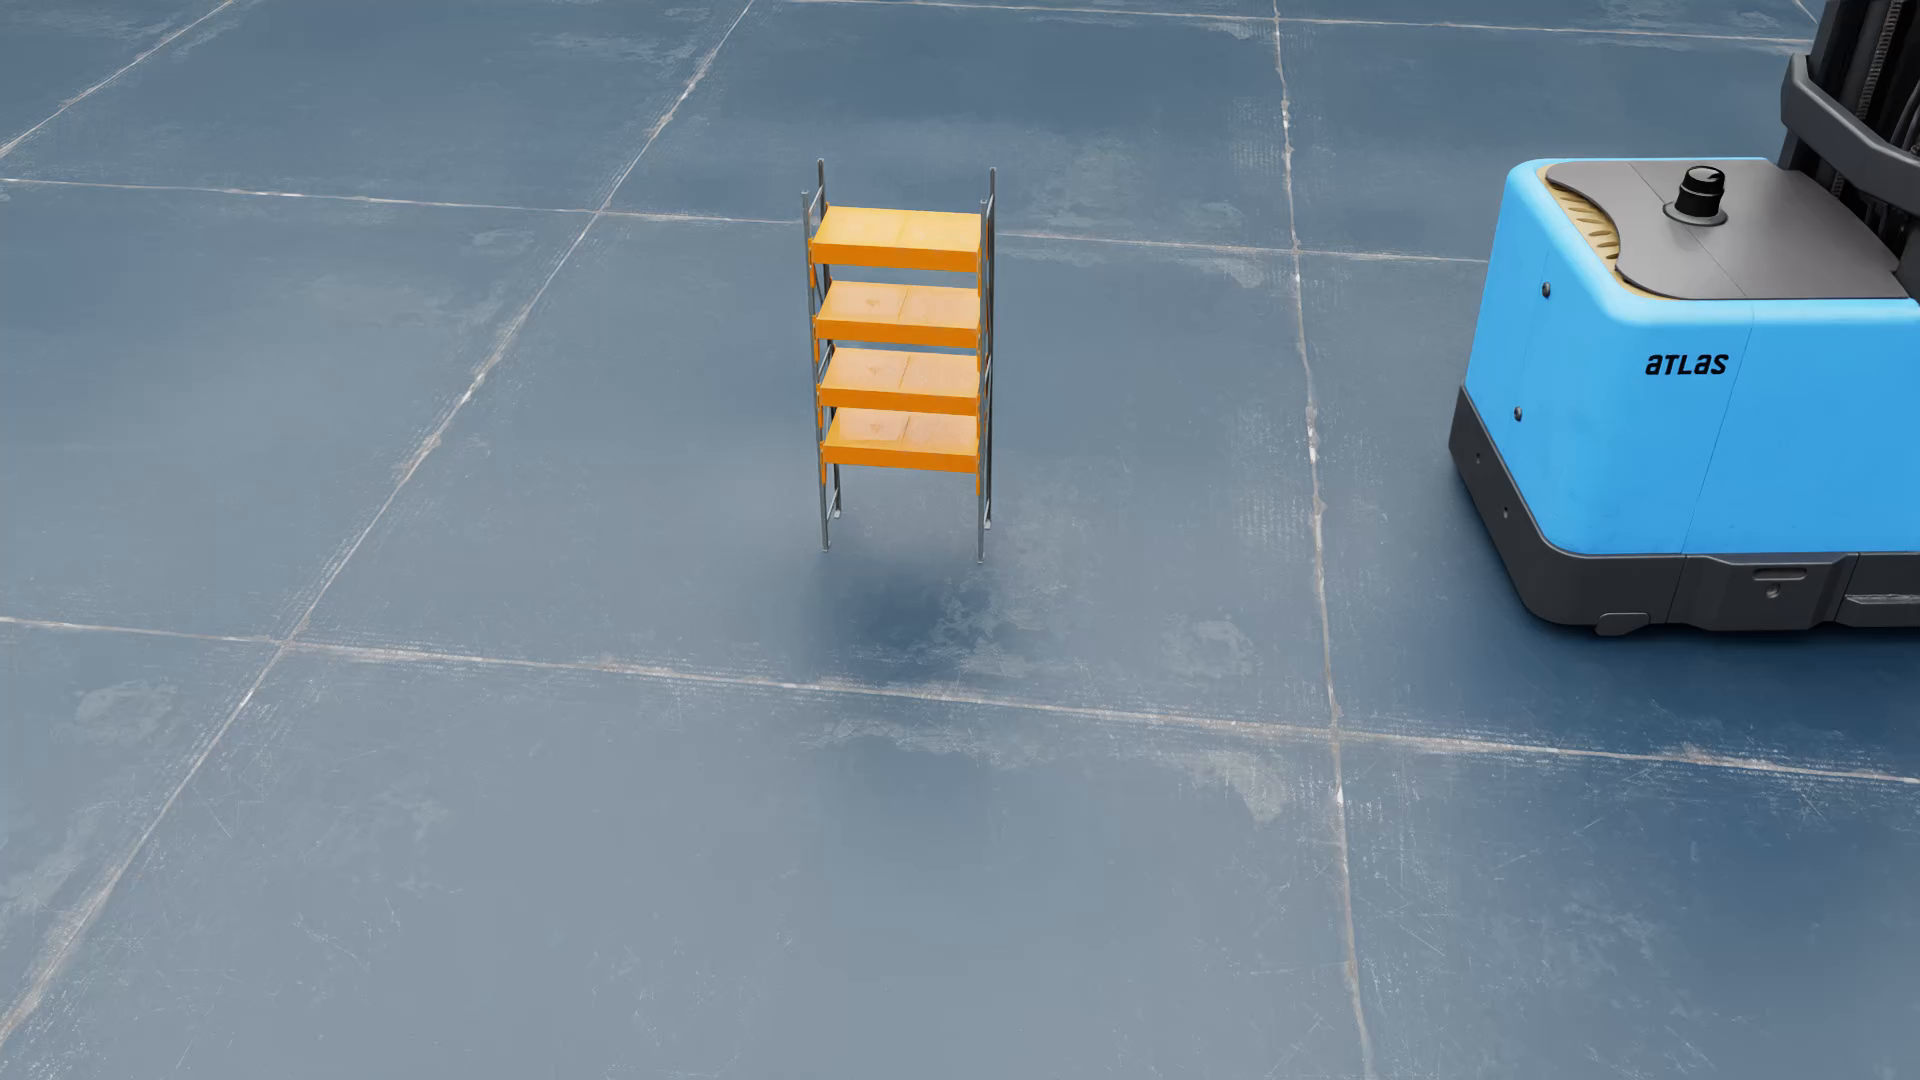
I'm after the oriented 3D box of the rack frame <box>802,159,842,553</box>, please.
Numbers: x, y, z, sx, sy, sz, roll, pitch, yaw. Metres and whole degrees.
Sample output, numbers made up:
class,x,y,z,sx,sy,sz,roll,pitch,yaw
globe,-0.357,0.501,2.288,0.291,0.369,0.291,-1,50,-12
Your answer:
class,x,y,z,sx,sy,sz,roll,pitch,yaw
rack frame,-0.406,-0.519,4.944,0.015,1.200,0.240,4,36,6

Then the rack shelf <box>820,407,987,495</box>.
class,x,y,z,sx,sy,sz,roll,pitch,yaw
rack shelf,-0.164,-0.284,5.073,0.480,0.148,0.258,4,36,6

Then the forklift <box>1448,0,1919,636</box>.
class,x,y,z,sx,sy,sz,roll,pitch,yaw
forklift,3.155,-1.212,4.424,3.031,2.935,1.130,-1,36,-1

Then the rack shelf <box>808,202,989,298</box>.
class,x,y,z,sx,sy,sz,roll,pitch,yaw
rack shelf,-0.164,-0.820,4.690,0.480,0.148,0.258,4,36,6

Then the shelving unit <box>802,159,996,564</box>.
class,x,y,z,sx,sy,sz,roll,pitch,yaw
shelving unit,-0.164,-0.501,4.919,0.503,1.200,0.258,4,36,6

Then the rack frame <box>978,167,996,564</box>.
class,x,y,z,sx,sy,sz,roll,pitch,yaw
rack frame,0.078,-0.483,4.893,0.015,1.200,0.240,4,36,6

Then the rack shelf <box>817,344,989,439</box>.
class,x,y,z,sx,sy,sz,roll,pitch,yaw
rack shelf,-0.164,-0.446,4.958,0.480,0.148,0.258,4,36,6

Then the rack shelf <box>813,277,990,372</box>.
class,x,y,z,sx,sy,sz,roll,pitch,yaw
rack shelf,-0.164,-0.628,4.828,0.480,0.148,0.258,4,36,6
